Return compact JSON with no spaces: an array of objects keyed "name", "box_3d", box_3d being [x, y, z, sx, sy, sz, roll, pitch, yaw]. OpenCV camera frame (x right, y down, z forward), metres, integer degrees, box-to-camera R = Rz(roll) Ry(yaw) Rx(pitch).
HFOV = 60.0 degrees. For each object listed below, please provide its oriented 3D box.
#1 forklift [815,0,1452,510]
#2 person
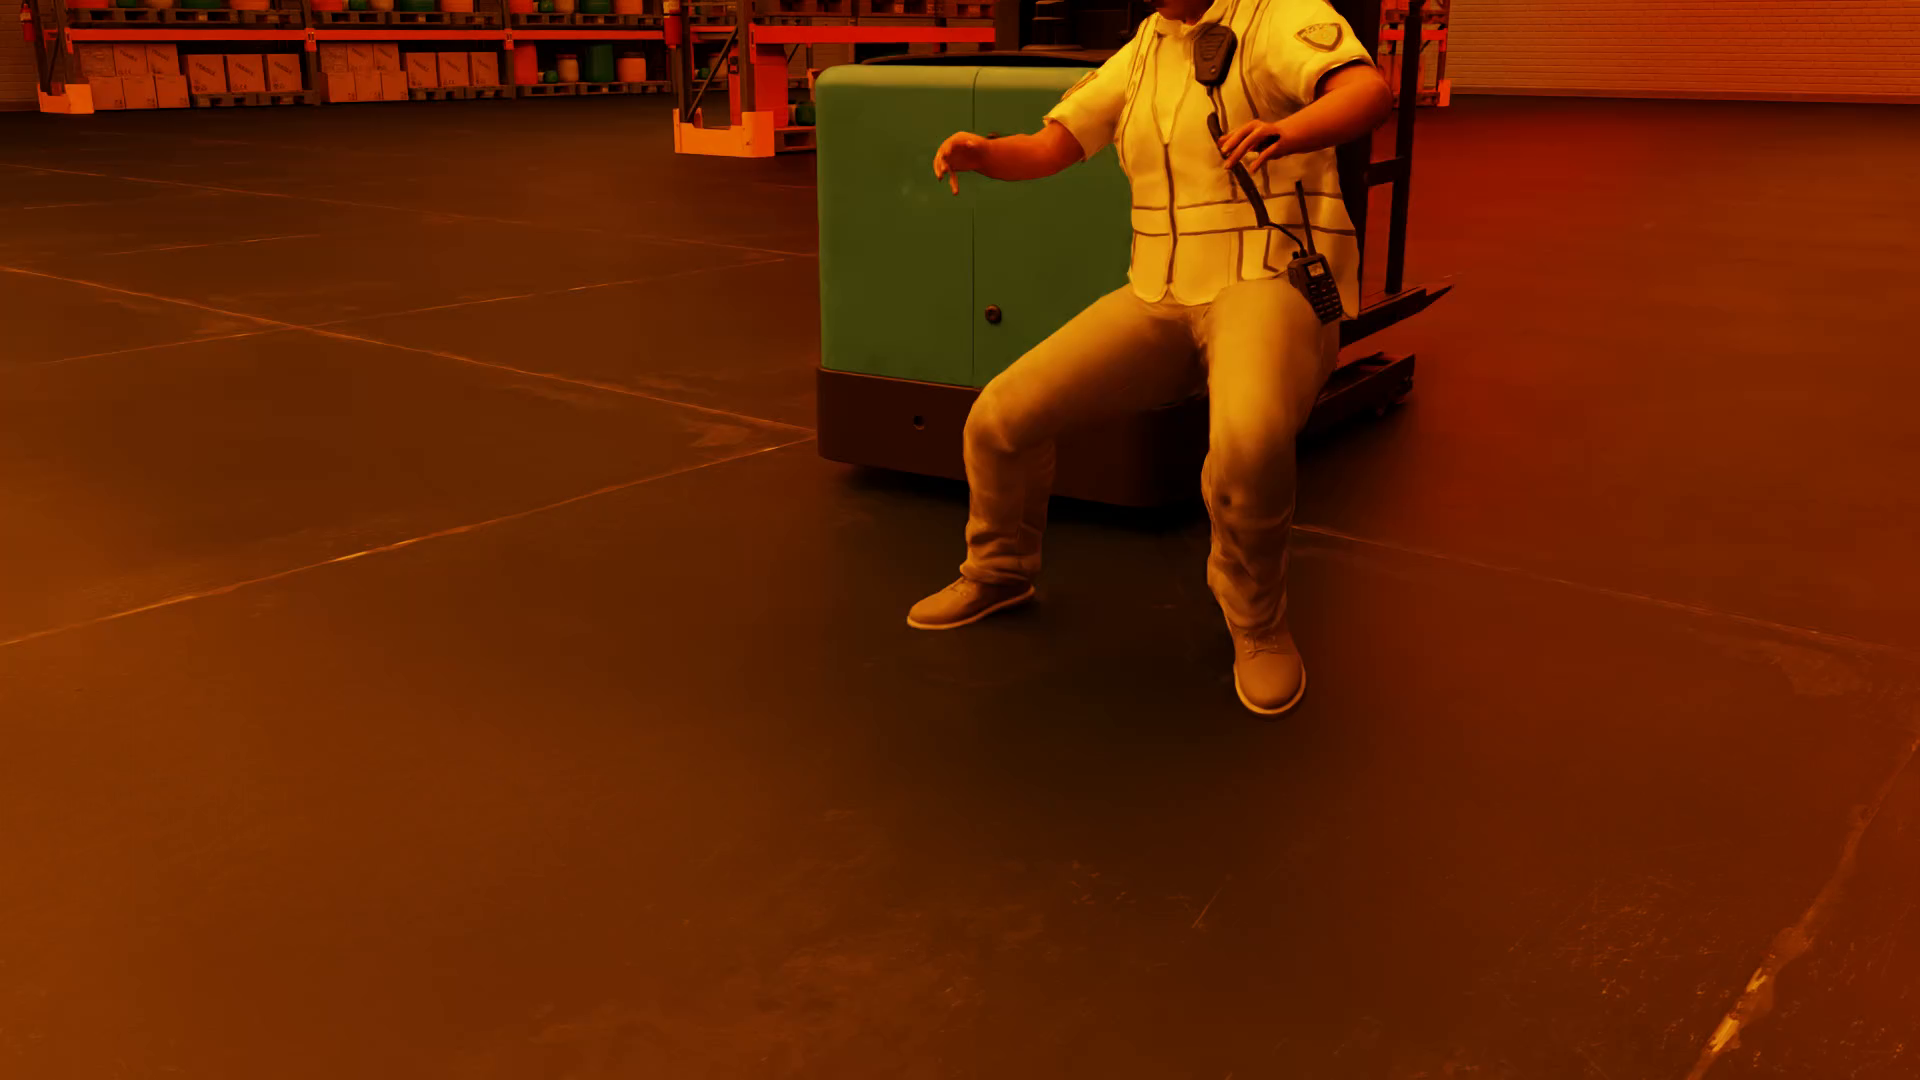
[{"name":"forklift","box_3d":[0.819,-1.852,4.998,1.130,2.935,3.031,10,20,30]},{"name":"person","box_3d":[0.325,-0.450,2.968,0.743,1.451,0.951,-12,21,-35]}]
